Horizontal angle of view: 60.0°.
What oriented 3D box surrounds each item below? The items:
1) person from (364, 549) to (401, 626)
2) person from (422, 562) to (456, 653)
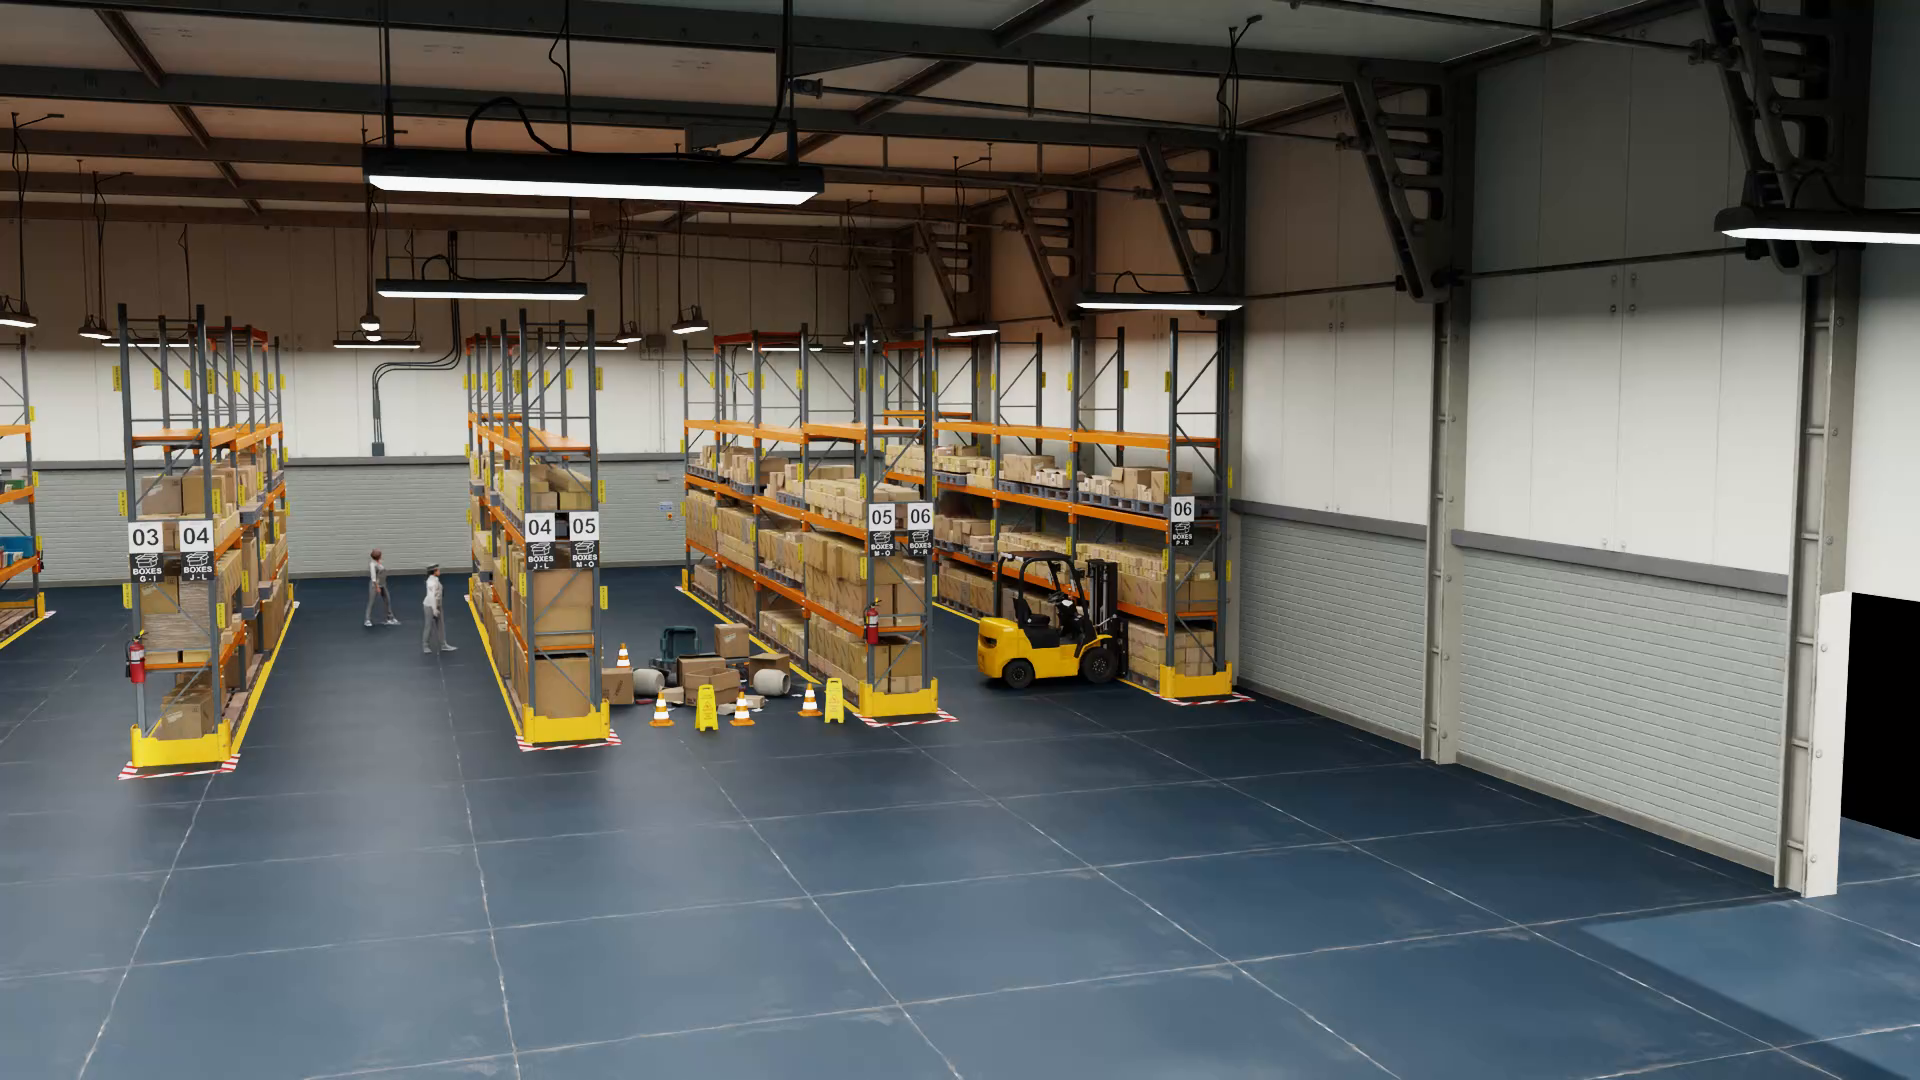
[{"bbox_3d":[-11.939,0.967,34.219,0.588,1.596,0.563,2,6,19],"label":"person"},{"bbox_3d":[-9.719,1.253,30.845,0.564,1.674,0.500,1,6,11],"label":"person"}]
